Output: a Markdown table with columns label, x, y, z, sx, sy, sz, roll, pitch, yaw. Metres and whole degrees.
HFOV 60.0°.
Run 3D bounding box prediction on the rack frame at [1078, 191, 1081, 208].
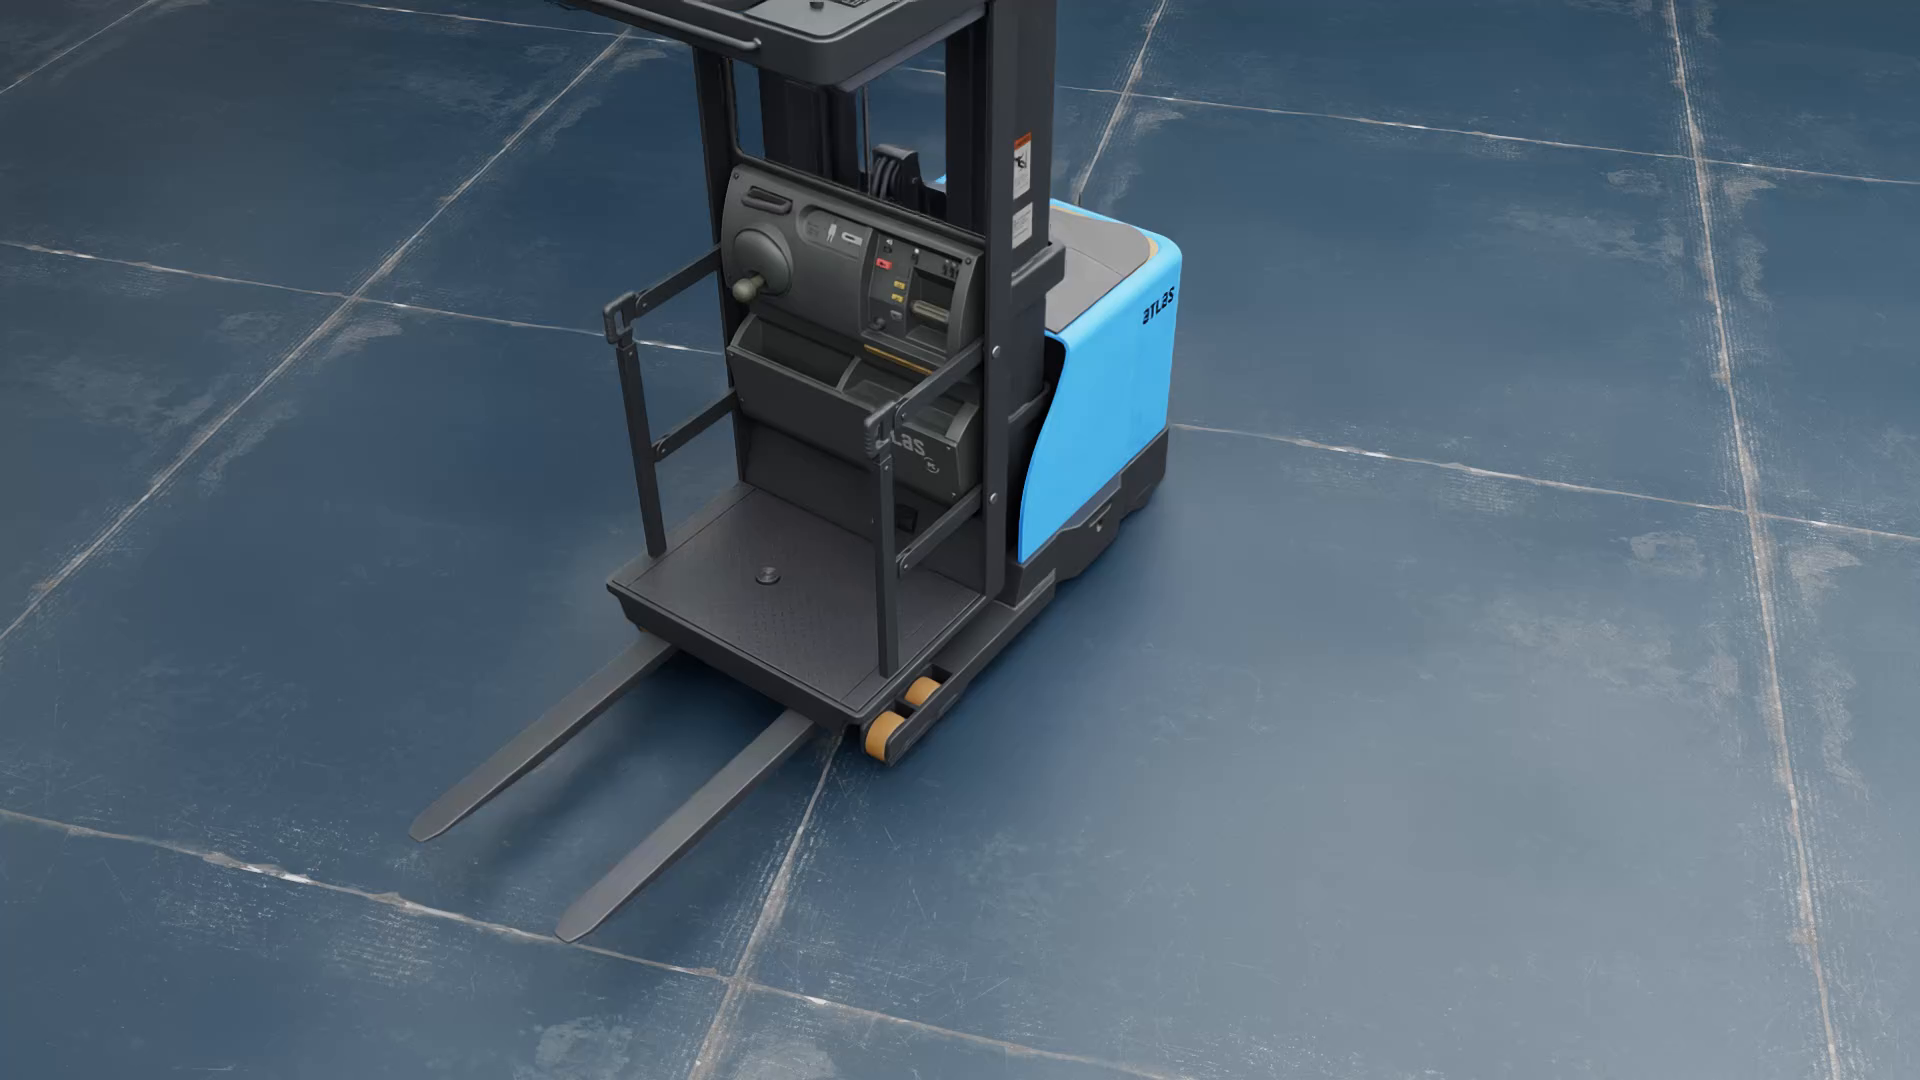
| label | x | y | z | sx | sy | sz | roll | pitch | yaw |
| --- | --- | --- | --- | --- | --- | --- | --- | --- | --- |
| rack frame | 0.478 | -0.935 | 6.664 | 0.006 | 0.900 | 0.240 | -4 | 40 | -5 |

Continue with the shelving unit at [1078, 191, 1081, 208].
| label | x | y | z | sx | sy | sz | roll | pitch | yaw |
| --- | --- | --- | --- | --- | --- | --- | --- | --- | --- |
| shelving unit | 0.376 | -0.929 | 6.656 | 0.210 | 0.900 | 0.258 | -4 | 40 | -5 |

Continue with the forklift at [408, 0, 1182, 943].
| label | x | y | z | sx | sy | sz | roll | pitch | yaw |
| --- | --- | --- | --- | --- | --- | --- | --- | --- | --- |
| forklift | -0.470 | -0.757 | 4.872 | 1.130 | 2.935 | 3.031 | 25 | 46 | 26 |
